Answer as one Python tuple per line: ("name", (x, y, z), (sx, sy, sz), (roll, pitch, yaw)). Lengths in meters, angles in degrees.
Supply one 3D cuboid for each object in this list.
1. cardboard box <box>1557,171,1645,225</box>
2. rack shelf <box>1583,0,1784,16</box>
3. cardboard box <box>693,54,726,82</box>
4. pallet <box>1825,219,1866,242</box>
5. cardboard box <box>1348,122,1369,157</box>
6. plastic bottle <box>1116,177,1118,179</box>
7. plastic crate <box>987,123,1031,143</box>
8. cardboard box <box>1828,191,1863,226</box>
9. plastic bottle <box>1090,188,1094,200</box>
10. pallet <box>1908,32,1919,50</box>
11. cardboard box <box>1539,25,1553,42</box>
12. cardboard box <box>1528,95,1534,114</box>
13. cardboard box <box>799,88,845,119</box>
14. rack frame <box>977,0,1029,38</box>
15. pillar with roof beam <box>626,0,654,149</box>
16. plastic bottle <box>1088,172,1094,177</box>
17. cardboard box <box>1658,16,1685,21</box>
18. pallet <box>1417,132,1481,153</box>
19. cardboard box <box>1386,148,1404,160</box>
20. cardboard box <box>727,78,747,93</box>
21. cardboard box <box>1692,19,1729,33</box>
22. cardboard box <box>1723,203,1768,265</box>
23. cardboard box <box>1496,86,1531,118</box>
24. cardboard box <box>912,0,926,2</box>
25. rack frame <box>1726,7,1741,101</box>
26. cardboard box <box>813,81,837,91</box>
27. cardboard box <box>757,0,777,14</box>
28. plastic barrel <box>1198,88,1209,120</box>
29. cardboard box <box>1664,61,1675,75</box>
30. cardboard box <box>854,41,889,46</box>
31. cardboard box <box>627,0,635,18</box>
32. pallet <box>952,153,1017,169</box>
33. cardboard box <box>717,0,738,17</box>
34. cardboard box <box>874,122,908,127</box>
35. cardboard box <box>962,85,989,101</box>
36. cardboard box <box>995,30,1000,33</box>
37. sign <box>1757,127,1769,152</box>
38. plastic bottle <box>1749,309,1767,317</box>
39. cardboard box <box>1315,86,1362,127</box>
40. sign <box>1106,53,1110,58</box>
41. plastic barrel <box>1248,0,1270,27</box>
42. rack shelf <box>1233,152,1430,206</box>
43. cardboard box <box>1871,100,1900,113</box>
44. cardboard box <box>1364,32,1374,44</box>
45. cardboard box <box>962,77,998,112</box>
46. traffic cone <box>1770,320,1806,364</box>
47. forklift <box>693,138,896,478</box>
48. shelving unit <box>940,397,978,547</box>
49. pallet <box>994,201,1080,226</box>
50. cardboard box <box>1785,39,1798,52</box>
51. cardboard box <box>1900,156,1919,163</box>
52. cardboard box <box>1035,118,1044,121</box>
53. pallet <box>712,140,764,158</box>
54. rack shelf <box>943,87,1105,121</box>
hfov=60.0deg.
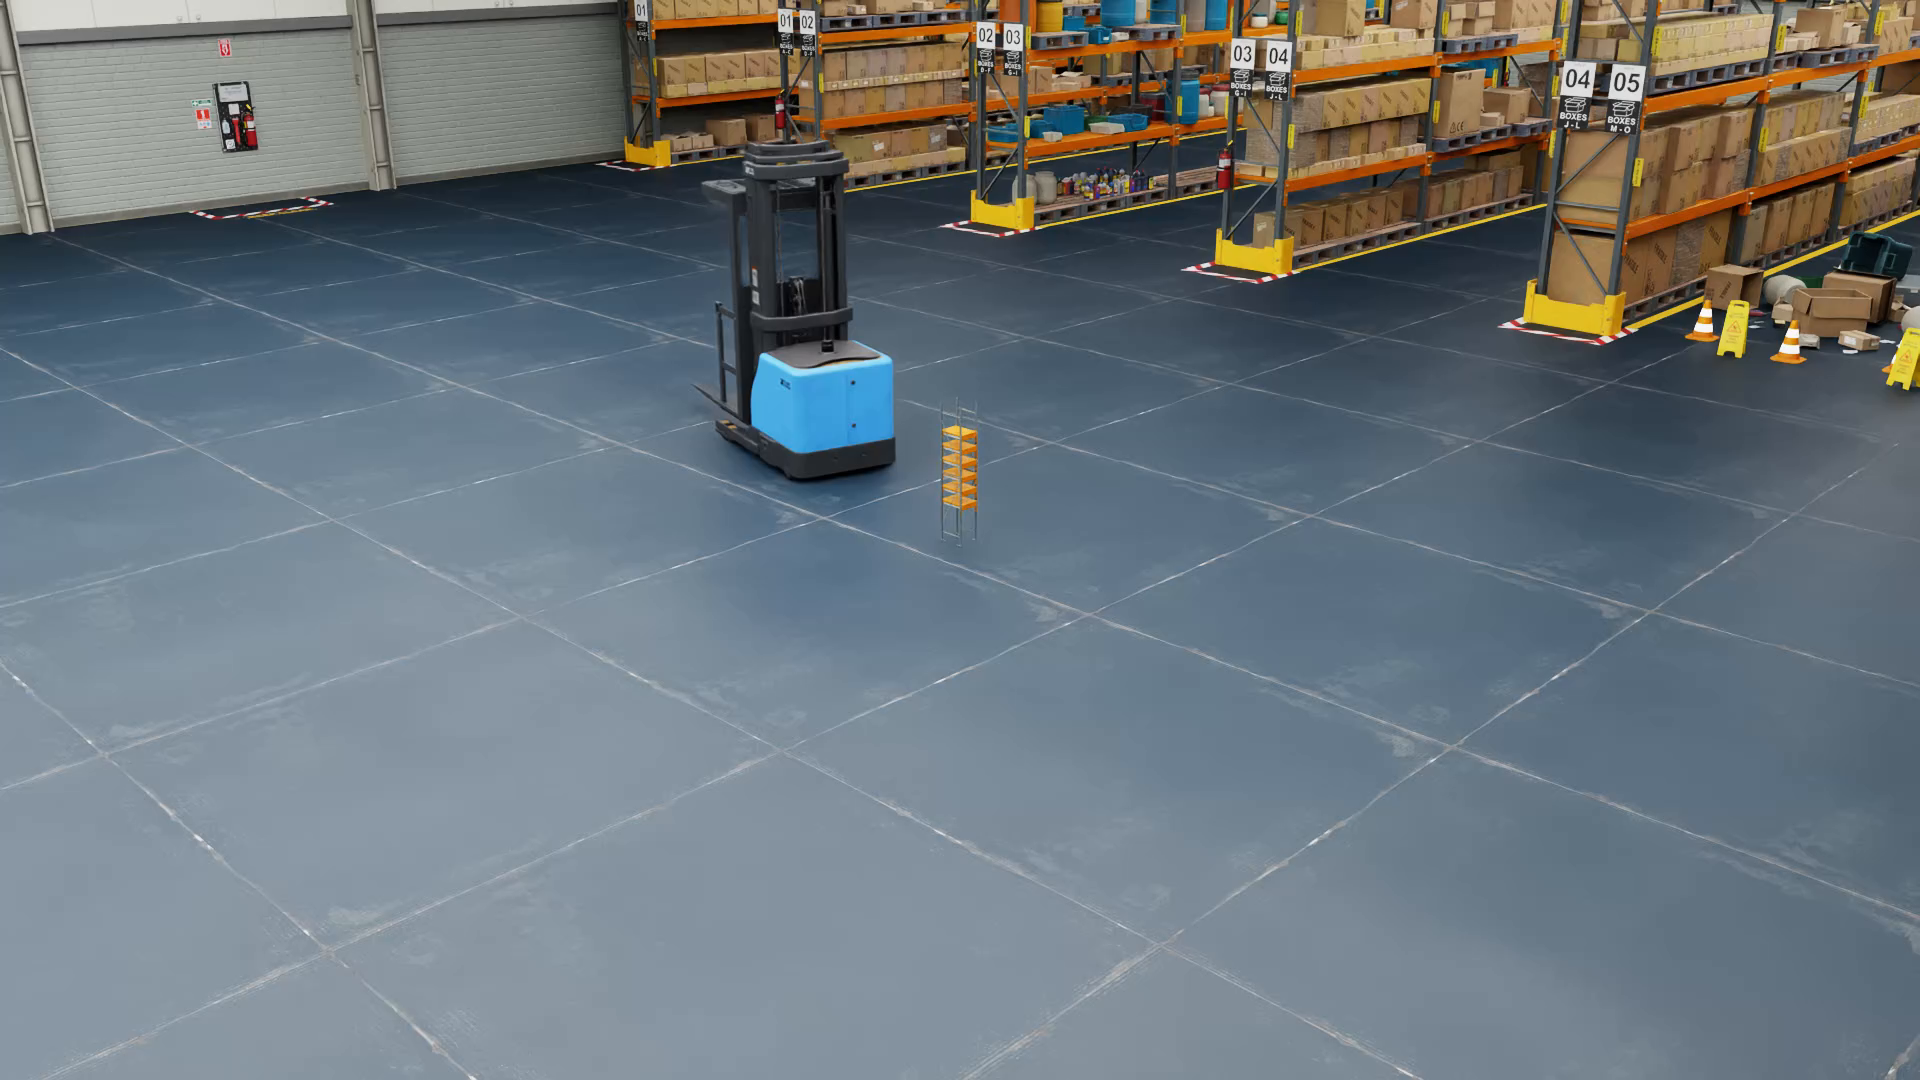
("cardboard box", (7.936, -4.273, 20.664), (0.875, 0.550, 0.550), (19, 28, 41))
("rack shelf", (9.105, -6.888, 20.875), (1.077, 0.370, 4.000), (19, 28, 41))
("cardboard box", (-5.155, -9.676, 34.065), (0.500, 0.500, 0.500), (18, 27, 39))
("pallet", (13.837, -5.052, 26.785), (1.003, 0.211, 1.213), (19, 28, 41))
("cardboard box", (5.630, -6.086, 25.035), (0.875, 0.500, 0.500), (19, 28, 41))
("plastic bottle", (2.775, -6.218, 29.106), (0.061, 0.283, 0.133), (19, 28, 41))
("plastic crate", (0.813, -6.737, 27.492), (0.499, 0.251, 0.616), (19, 28, 41))
("cardboard box", (13.967, -5.300, 26.443), (0.500, 0.500, 0.500), (18, 27, 38))
("plastic bottle", (2.238, -5.917, 28.438), (0.097, 0.201, 0.097), (0, 21, 0))
("pallet", (14.853, -8.094, 26.895), (1.213, 0.211, 1.003), (19, 28, 41))
("cardboard box", (9.651, -8.567, 28.072), (0.500, 0.250, 0.500), (19, 28, 41))
("cardboard box", (9.974, -7.656, 29.534), (0.500, 0.500, 0.500), (-19, 28, -40))
("cardboard box", (-2.534, -8.008, 30.449), (0.700, 0.500, 0.500), (19, 28, 41))
("rack frame", (0.678, -9.404, 25.859), (1.000, 3.000, 0.127), (19, 28, 41))
("pillar with roof beam", (-3.467, -11.202, 30.539), (9.100, 9.000, 0.400), (19, 28, 41))
("plastic bottle", (2.331, -6.385, 29.540), (0.133, 0.283, 0.061), (-19, 28, -40))
("cardboard box", (9.116, -6.686, 21.485), (0.380, 0.149, 0.250), (19, 28, 41))
("pallet", (7.654, -6.462, 26.836), (1.003, 0.211, 1.213), (19, 28, 41))
("cardboard box", (6.584, -5.943, 25.567), (0.380, 0.149, 0.250), (19, 28, 41))
("cardboard box", (-4.787, -9.464, 34.560), (0.500, 0.250, 0.500), (20, 28, 41))
("cardboard box", (9.414, -6.458, 20.891), (0.380, 0.149, 0.250), (20, 29, 41))
("cardboard box", (10.869, -4.453, 23.890), (1.050, 0.750, 0.750), (19, 28, 40))
("cardboard box", (9.459, -7.514, 28.580), (0.500, 0.500, 0.500), (15, 26, 34))
("cardboard box", (-0.995, -10.290, 31.690), (0.500, 0.311, 0.500), (17, 27, 38))
("rack frame", (15.388, -9.477, 34.411), (1.000, 3.000, 0.127), (19, 28, 41))
("cardboard box", (-2.441, -8.240, 30.151), (0.380, 0.149, 0.250), (19, 28, 40))
("cardboard box", (-4.167, -11.249, 34.674), (0.500, 0.500, 0.500), (16, 26, 36))
("plastic barrel", (4.293, -7.886, 30.083), (0.433, 0.535, 0.433), (0, 21, 0))
("cardboard box", (8.356, -5.695, 20.018), (0.380, 0.149, 0.250), (20, 28, 41))
("cardboard box", (-2.014, -10.942, 37.471), (0.700, 0.500, 0.500), (19, 28, 41))
("cardboard box", (-6.311, -10.710, 33.271), (0.500, 0.500, 0.500), (-18, 27, -38))
("pallet", (0.408, -7.770, 33.857), (1.003, 0.211, 1.213), (19, 28, 41))
("cardboard box", (-4.890, -10.969, 33.946), (0.500, 0.500, 0.500), (-18, 27, -39))
("cardboard box", (-1.324, -7.837, 32.347), (0.500, 0.500, 0.500), (19, 28, 41))
("cardboard box", (0.234, -8.940, 33.223), (0.500, 0.250, 0.500), (-18, 27, -39))
("cardboard box", (0.734, -12.137, 39.706), (0.500, 0.250, 0.500), (19, 28, 40))
("sign", (10.899, -5.427, 22.558), (0.100, 0.325, 0.005), (19, 28, 41))
("plastic bottle", (10.264, -2.934, 21.485), (0.283, 0.061, 0.133), (9, 23, 23))
("cardboard box", (5.507, -6.345, 24.315), (0.500, 0.500, 0.500), (19, 28, 41))
("sign", (3.112, -10.303, 34.947), (0.100, 0.325, 0.005), (19, 28, 41))
("plastic barrel", (5.530, -10.137, 31.250), (0.600, 0.901, 0.600), (0, 21, 0))
("rack shelf", (5.622, -5.542, 25.177), (1.077, 0.370, 4.000), (19, 28, 41))
("cardboard box", (15.031, -7.051, 27.035), (0.380, 0.149, 0.250), (18, 27, 38))
("cardboard box", (5.830, -7.365, 24.390), (0.380, 0.149, 0.250), (18, 27, 39))
("cardboard box", (0.383, -10.712, 40.035), (0.750, 0.750, 0.750), (19, 28, 40))
("traffic cone", (9.670, -2.323, 19.335), (0.336, 0.463, 0.334), (19, 28, 41))
("forklift", (-1.783, -2.413, 16.128), (1.130, 2.935, 3.031), (-12, 24, -28))
("shelving unit", (-0.010, -0.556, 13.711), (0.258, 1.200, 0.189), (19, 28, 41))
("pallet", (1.268, -5.541, 28.057), (1.003, 0.211, 1.213), (19, 28, 41))
("cardboard box", (11.401, -6.855, 23.034), (0.250, 0.149, 0.380), (19, 28, 41))
("cardboard box", (17.252, -6.871, 30.190), (0.380, 0.149, 0.250), (19, 28, 41))
("cardboard box", (1.811, -8.614, 34.633), (0.500, 0.311, 0.500), (19, 28, 40))
("pallet", (-4.924, -8.313, 35.270), (1.003, 0.211, 1.213), (19, 28, 41))
("rack shelf", (1.317, -9.051, 34.305), (1.077, 0.370, 4.000), (19, 28, 41))
